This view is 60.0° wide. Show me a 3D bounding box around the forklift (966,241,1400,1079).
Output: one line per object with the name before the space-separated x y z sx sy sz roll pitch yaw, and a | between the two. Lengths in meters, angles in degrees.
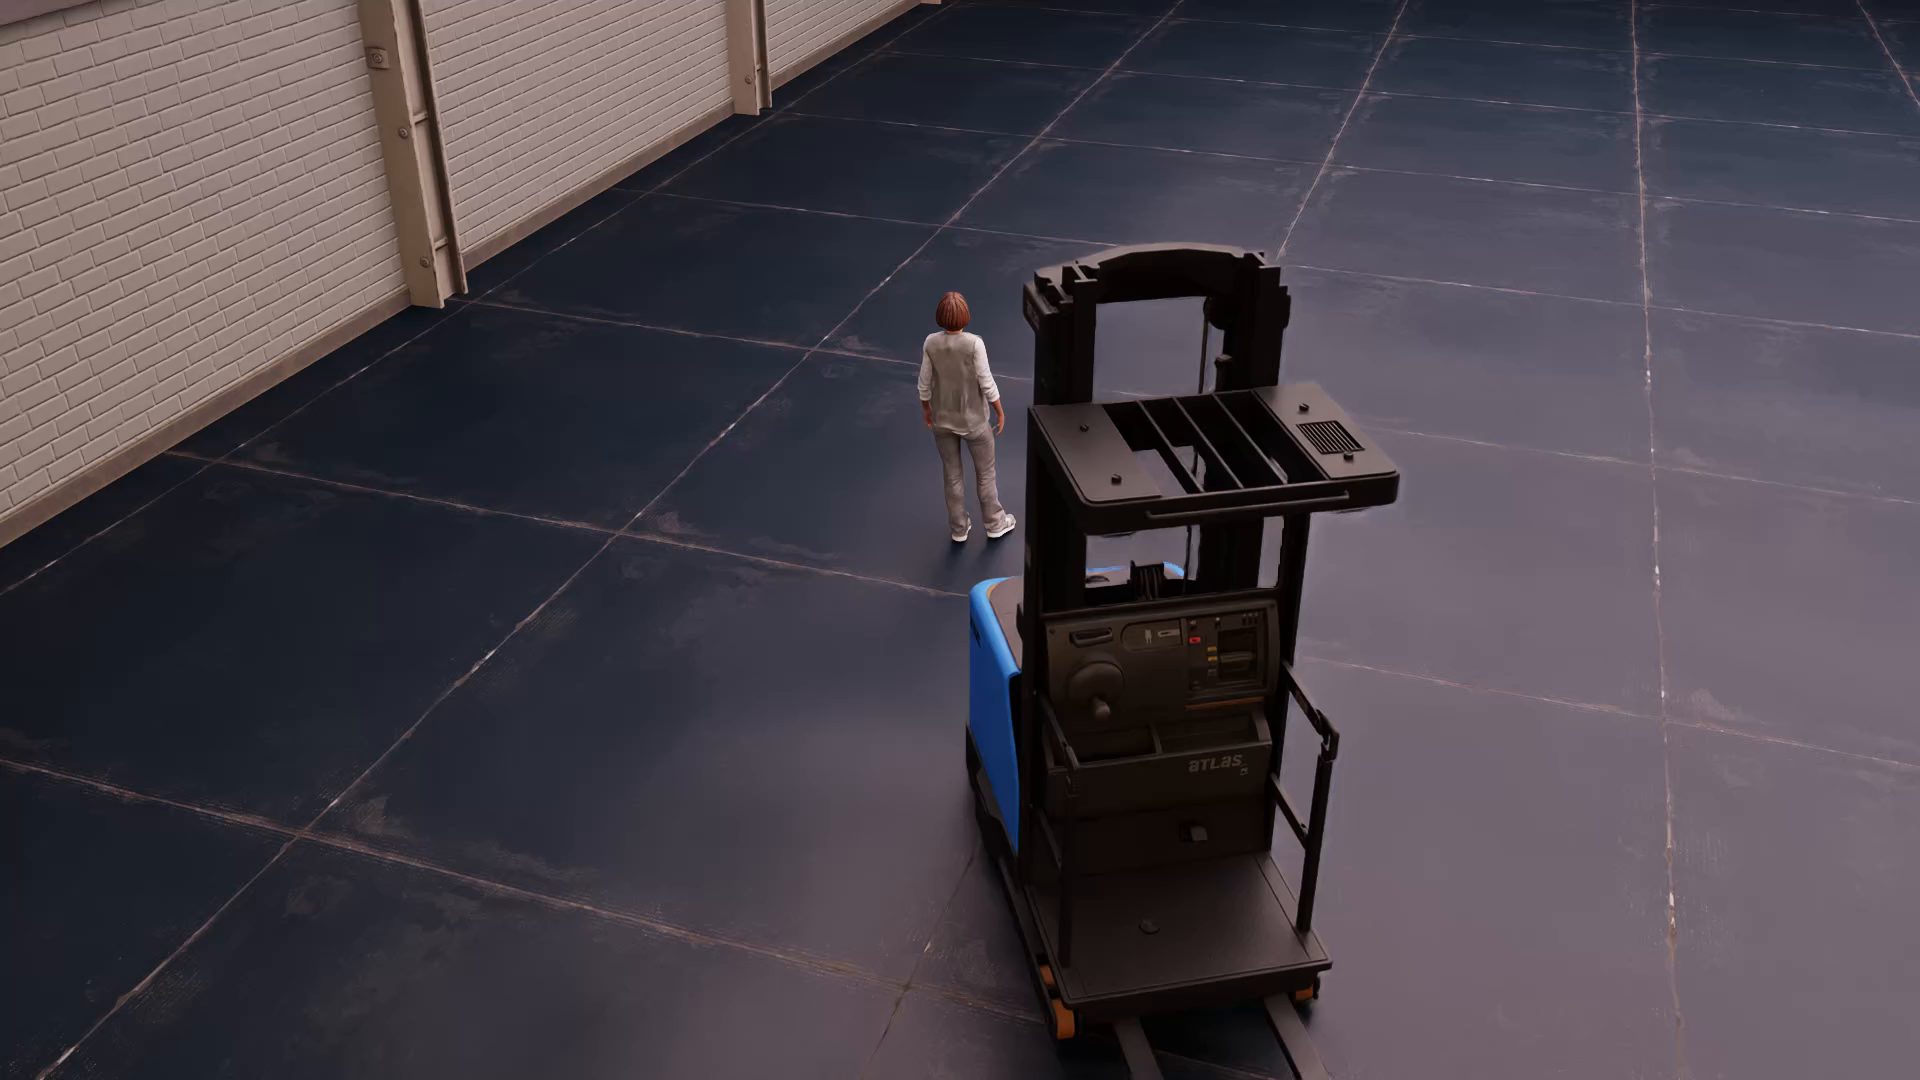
forklift | 0.833 0.509 6.244 1.130 2.935 3.031 -6 30 -10

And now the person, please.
person | 0.037 -0.733 9.755 0.521 1.599 0.473 10 31 16
